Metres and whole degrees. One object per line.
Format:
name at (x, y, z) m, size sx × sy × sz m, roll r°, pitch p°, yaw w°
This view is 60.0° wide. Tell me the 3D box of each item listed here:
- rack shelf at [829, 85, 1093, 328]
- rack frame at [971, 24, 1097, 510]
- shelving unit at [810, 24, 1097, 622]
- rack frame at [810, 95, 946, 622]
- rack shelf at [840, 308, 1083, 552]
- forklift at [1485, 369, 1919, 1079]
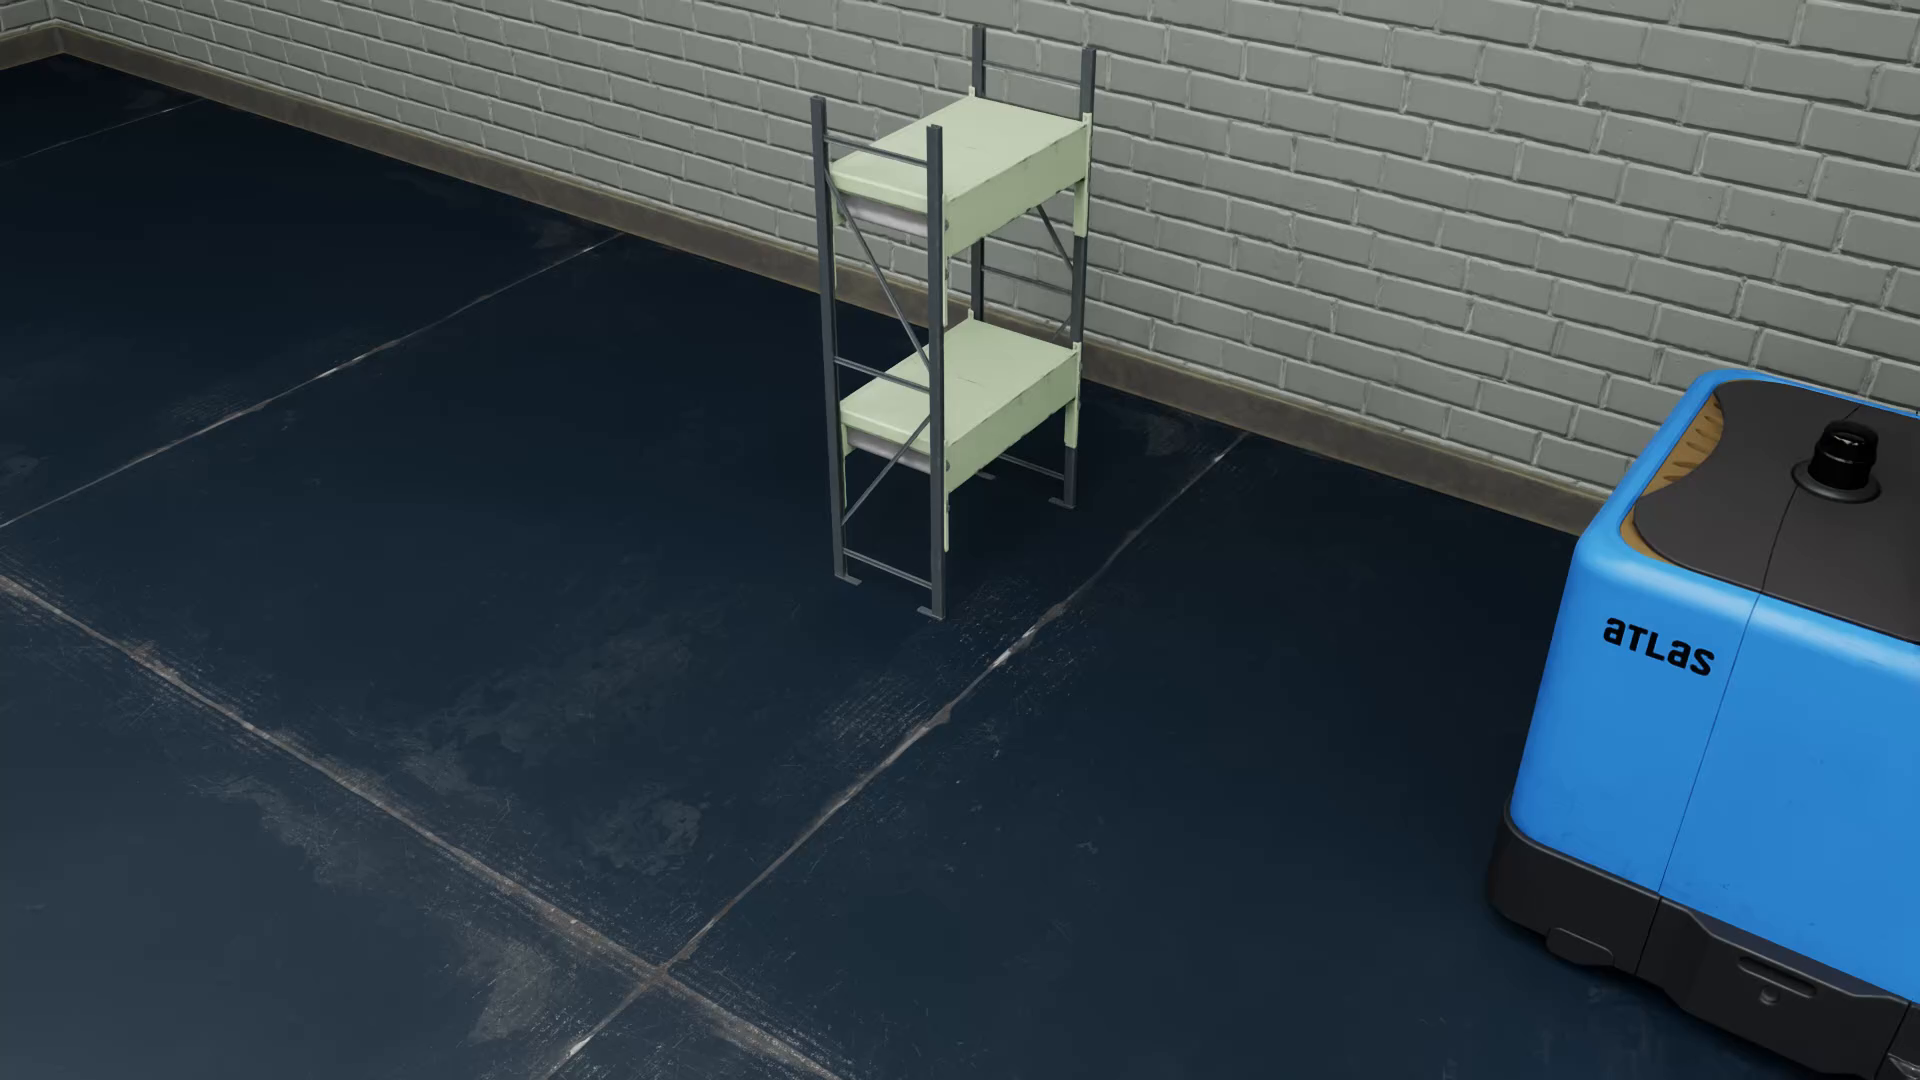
rack shelf at (-0.004, -0.941, 4.607) m, size 0.431 × 0.370 × 0.720 m, roll 21°, pitch 39°, yaw 28°
rack frame at (0.205, -0.787, 5.074) m, size 0.400 × 1.500 × 0.023 m, roll 21°, pitch 39°, yaw 28°
shelving unit at (-0.004, -0.618, 4.825) m, size 0.431 × 1.500 × 0.755 m, roll 21°, pitch 39°, yaw 28°
rack frame at (-0.212, -0.450, 4.576) m, size 0.400 × 1.500 × 0.023 m, roll 21°, pitch 39°, yaw 28°
rack shelf at (-0.004, -0.348, 5.008) m, size 0.431 × 0.370 × 0.720 m, roll 21°, pitch 39°, yaw 28°
forklift at (2.726, -0.055, 2.716) m, size 3.031 × 2.935 × 1.130 m, roll 22°, pitch 40°, yaw 29°
